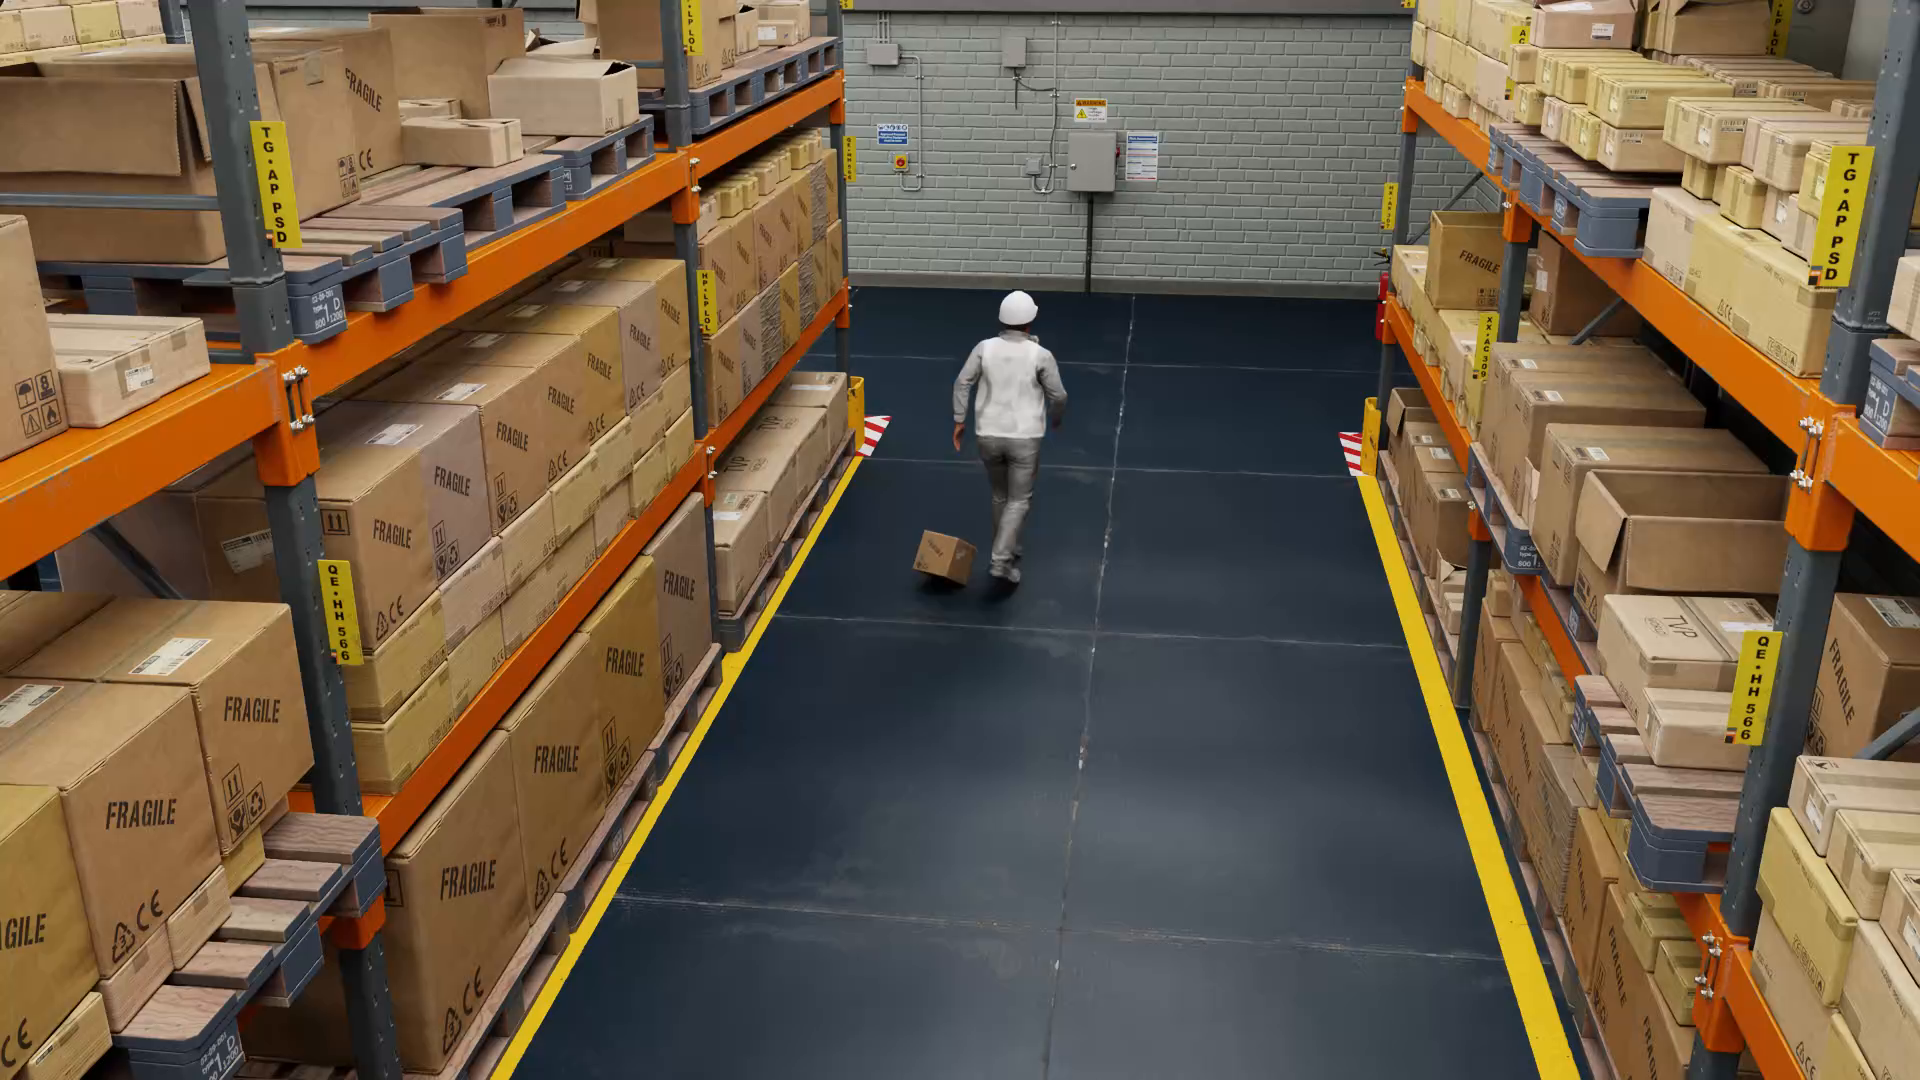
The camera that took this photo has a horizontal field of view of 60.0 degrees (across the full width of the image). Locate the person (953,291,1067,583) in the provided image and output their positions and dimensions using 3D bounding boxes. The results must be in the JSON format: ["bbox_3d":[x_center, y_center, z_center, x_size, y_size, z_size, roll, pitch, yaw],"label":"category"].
[{"bbox_3d":[0.302,-0.612,10.139,0.673,1.778,0.802,9,23,22],"label":"person"}]
